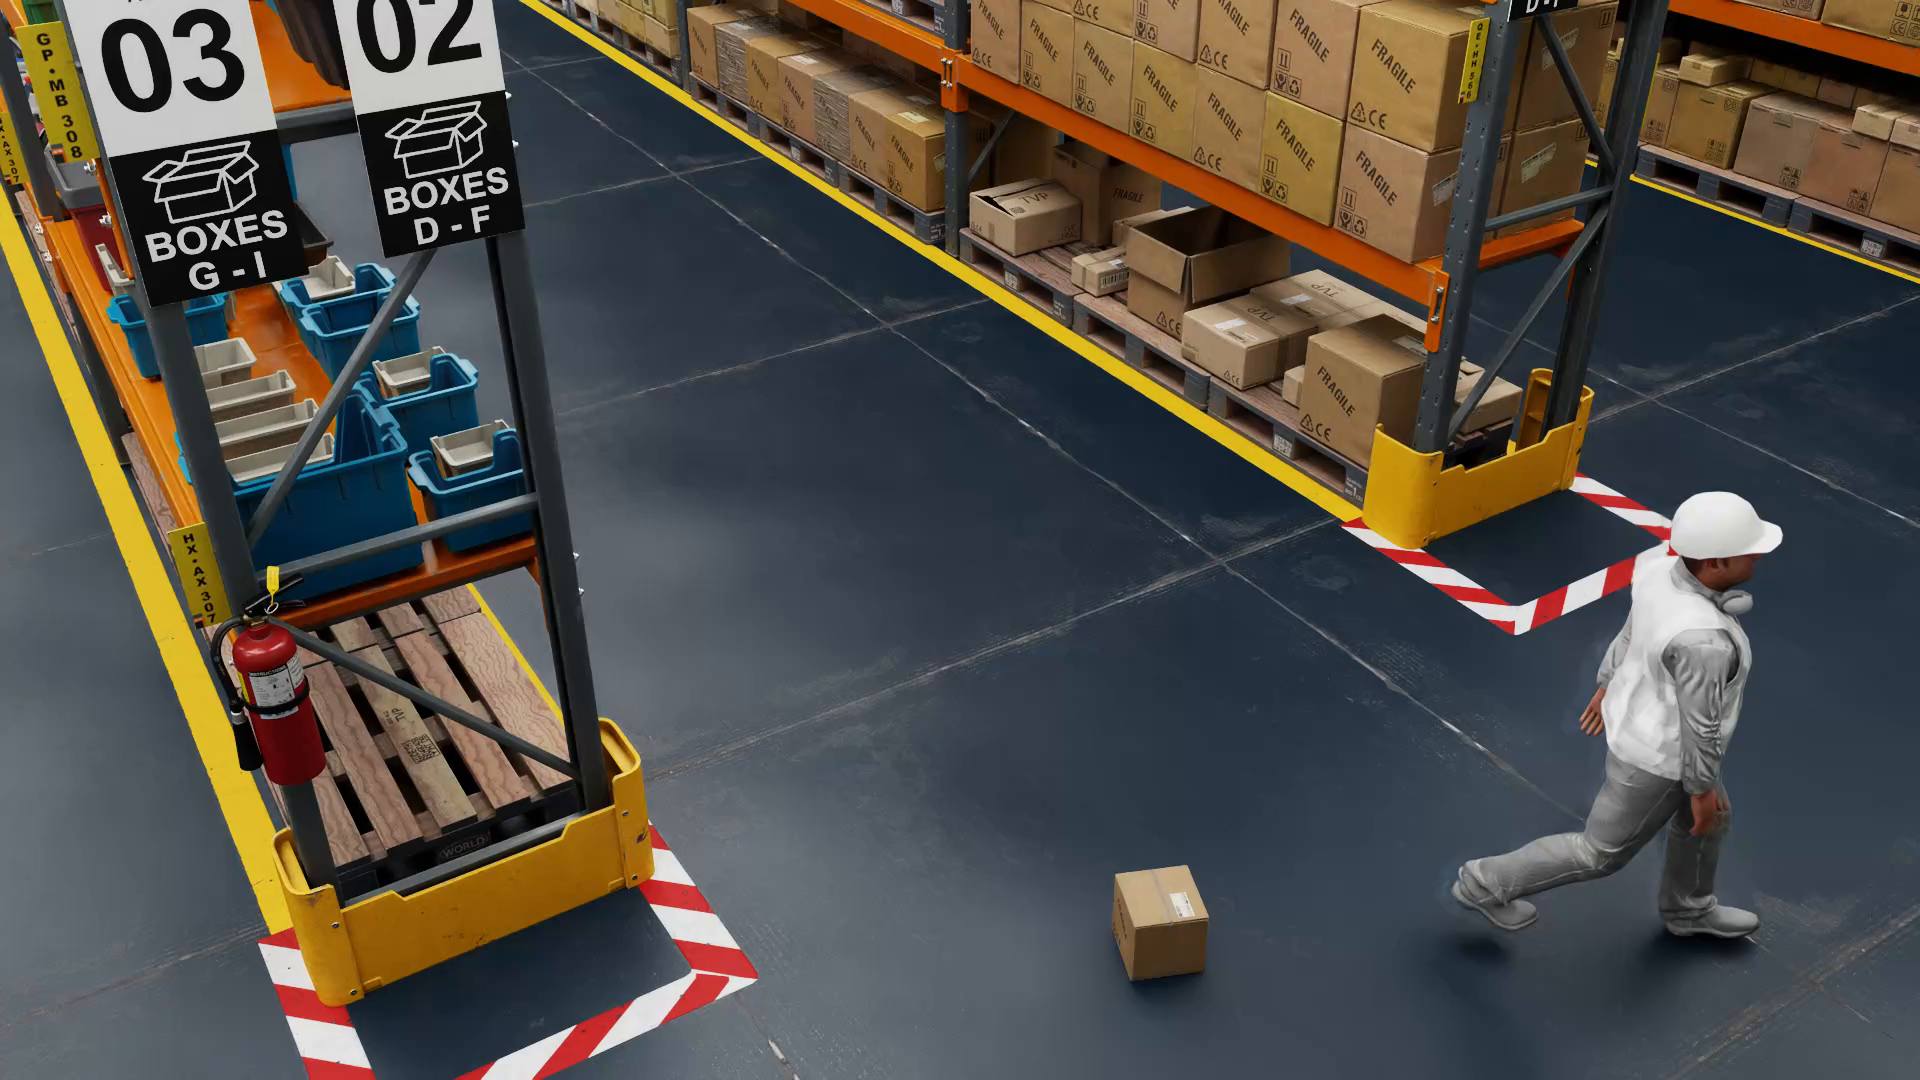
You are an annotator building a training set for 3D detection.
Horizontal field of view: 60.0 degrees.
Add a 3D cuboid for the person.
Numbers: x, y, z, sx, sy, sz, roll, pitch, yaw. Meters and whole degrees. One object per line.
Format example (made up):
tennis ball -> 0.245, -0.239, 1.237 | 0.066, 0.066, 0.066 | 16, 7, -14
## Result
person -> 2.164, 0.608, 5.163 | 1.026, 1.727, 0.552 | 7, 33, 11
